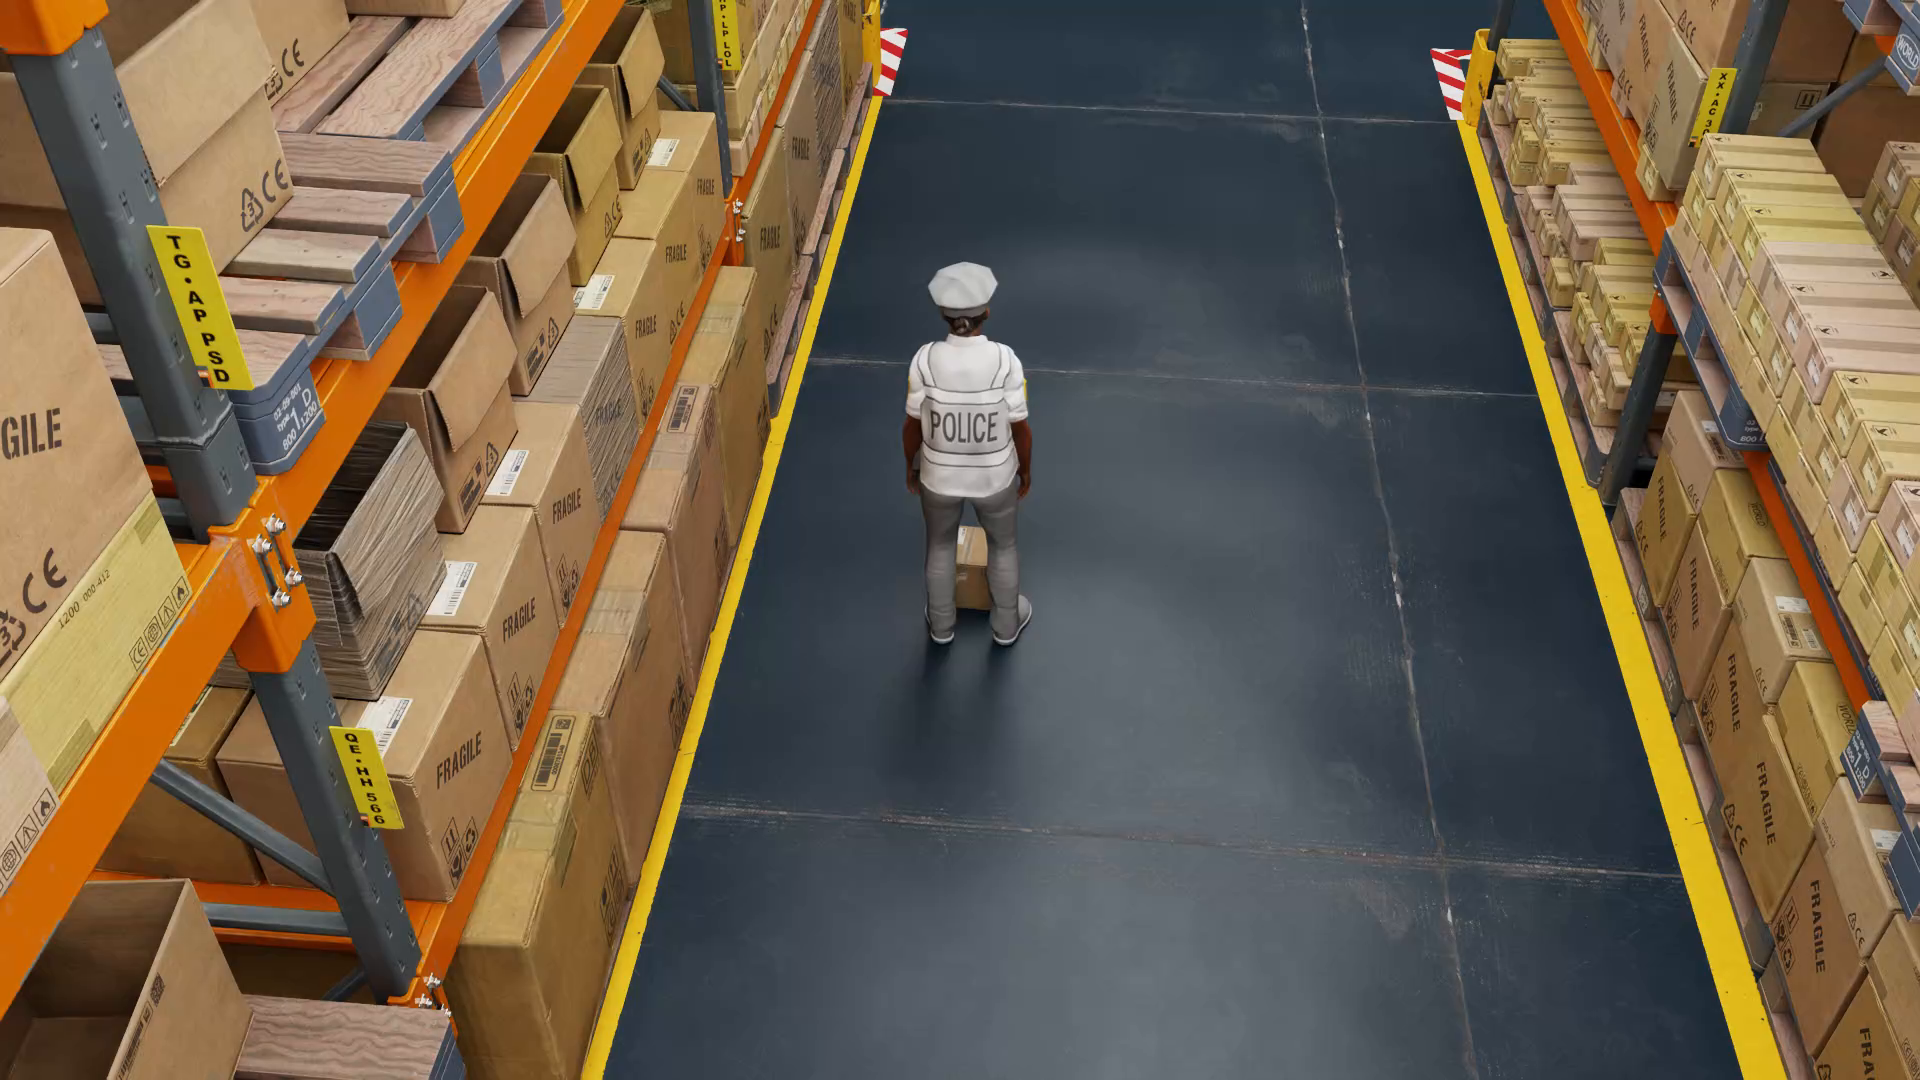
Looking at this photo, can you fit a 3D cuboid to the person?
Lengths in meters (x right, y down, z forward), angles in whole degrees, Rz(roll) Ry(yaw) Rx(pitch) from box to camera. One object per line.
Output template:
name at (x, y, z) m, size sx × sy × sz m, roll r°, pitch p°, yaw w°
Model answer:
person at (0.040, -0.268, 6.475) m, size 0.514 × 1.657 × 0.399 m, roll 3°, pitch 40°, yaw 3°
